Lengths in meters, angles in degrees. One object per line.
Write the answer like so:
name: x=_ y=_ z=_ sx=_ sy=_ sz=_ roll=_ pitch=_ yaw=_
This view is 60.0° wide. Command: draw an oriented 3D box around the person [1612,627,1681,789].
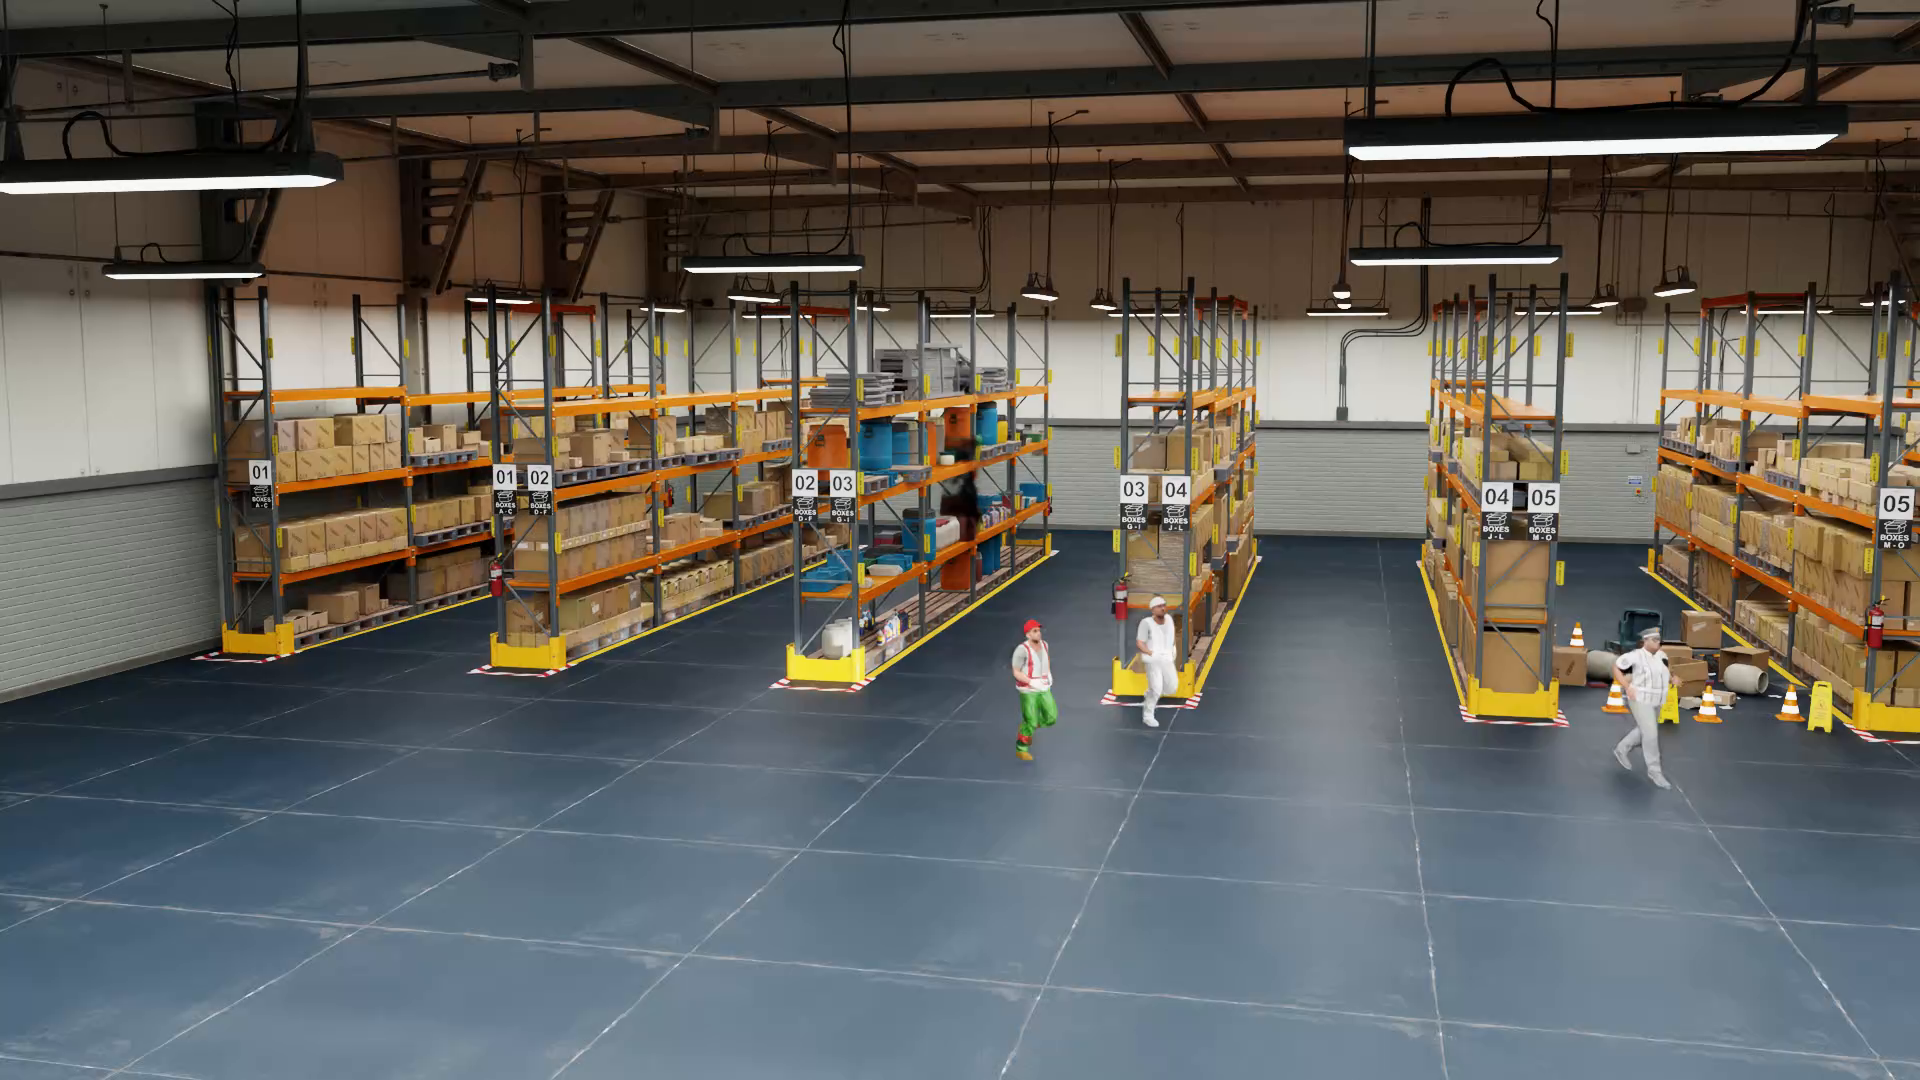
person: x=7.996 y=1.901 z=19.358 sx=0.654 sy=1.826 sz=0.897 roll=-4 pitch=7 yaw=-28

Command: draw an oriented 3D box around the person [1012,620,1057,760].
person: x=0.934 y=1.827 z=20.212 sx=0.692 sy=1.740 sz=0.650 roll=-5 pitch=8 yaw=-38

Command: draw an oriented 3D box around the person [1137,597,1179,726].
person: x=2.645 y=1.612 z=22.115 sx=0.693 sy=1.740 sz=0.667 roll=-4 pitch=8 yaw=-30
